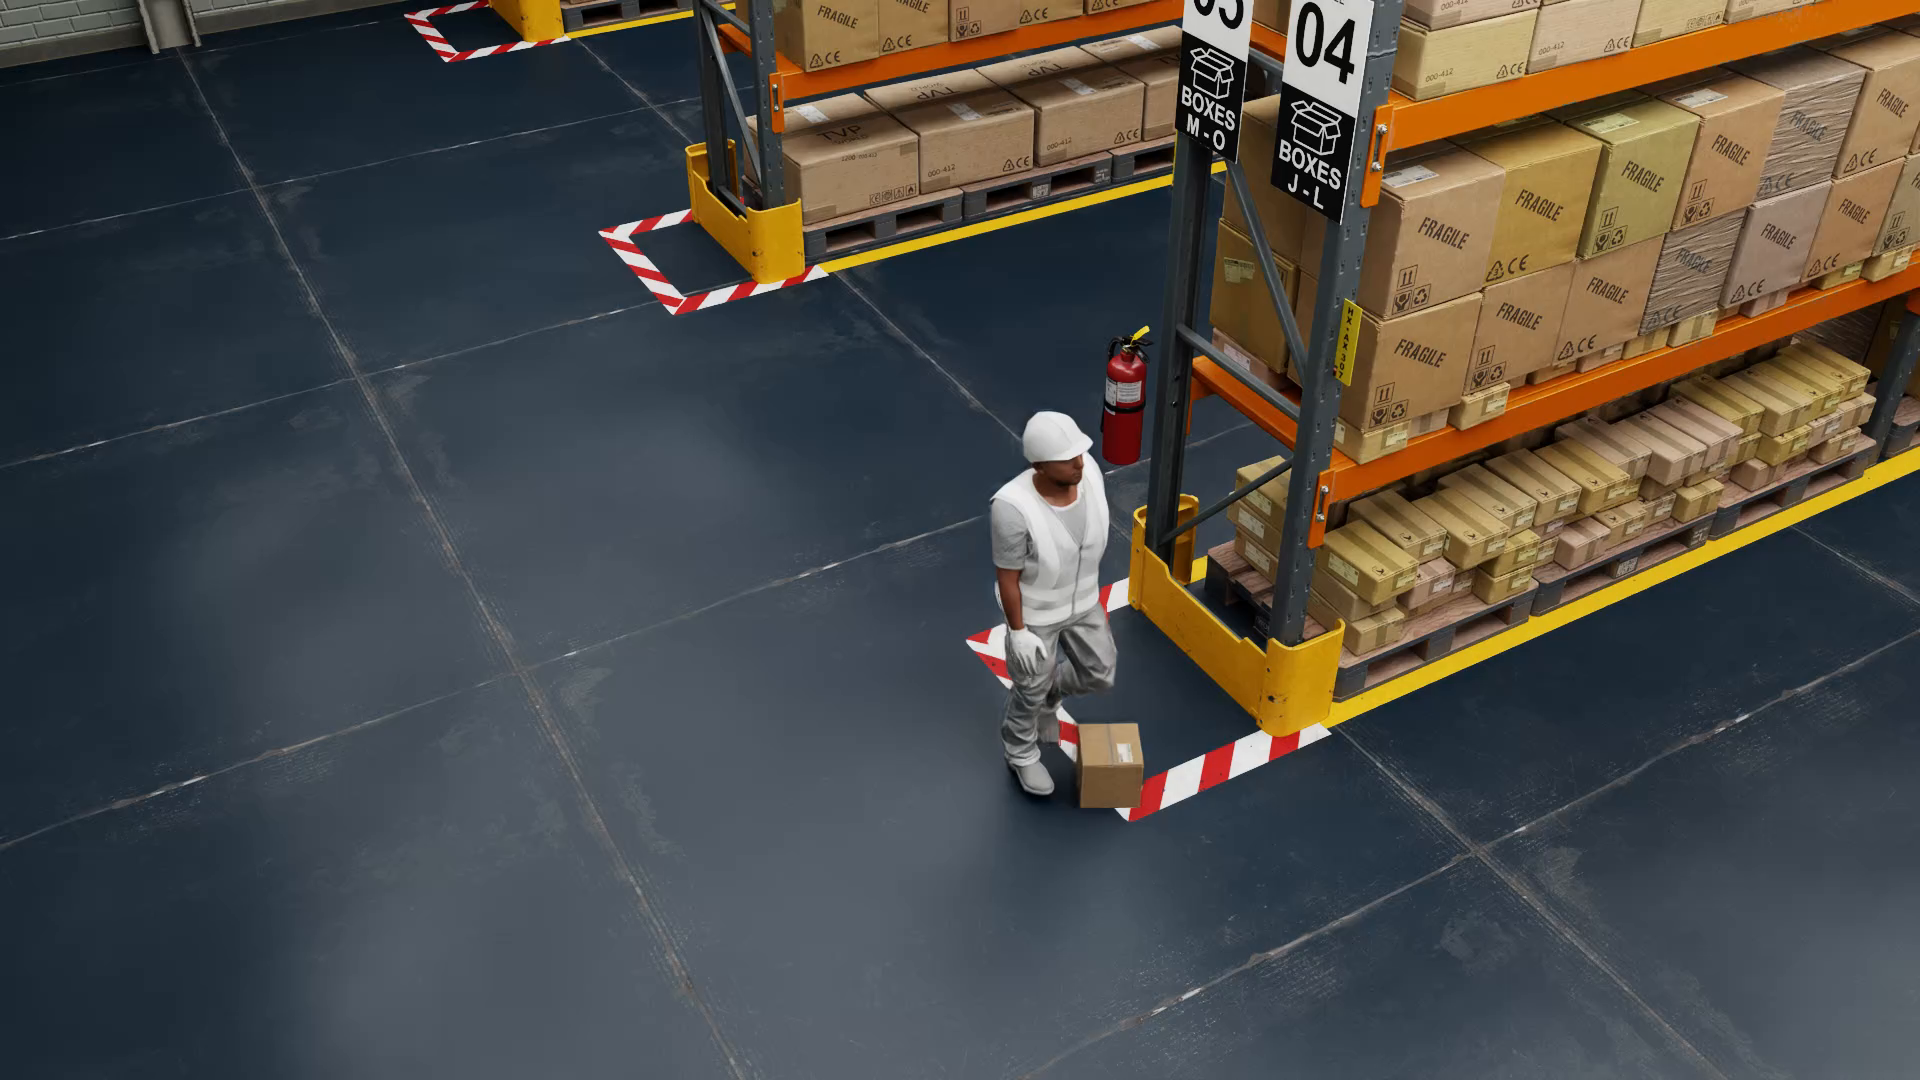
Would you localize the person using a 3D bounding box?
[{"bbox_3d":[0.344,0.232,6.561,0.557,1.779,0.492,-23,42,-28],"label":"person"}]
